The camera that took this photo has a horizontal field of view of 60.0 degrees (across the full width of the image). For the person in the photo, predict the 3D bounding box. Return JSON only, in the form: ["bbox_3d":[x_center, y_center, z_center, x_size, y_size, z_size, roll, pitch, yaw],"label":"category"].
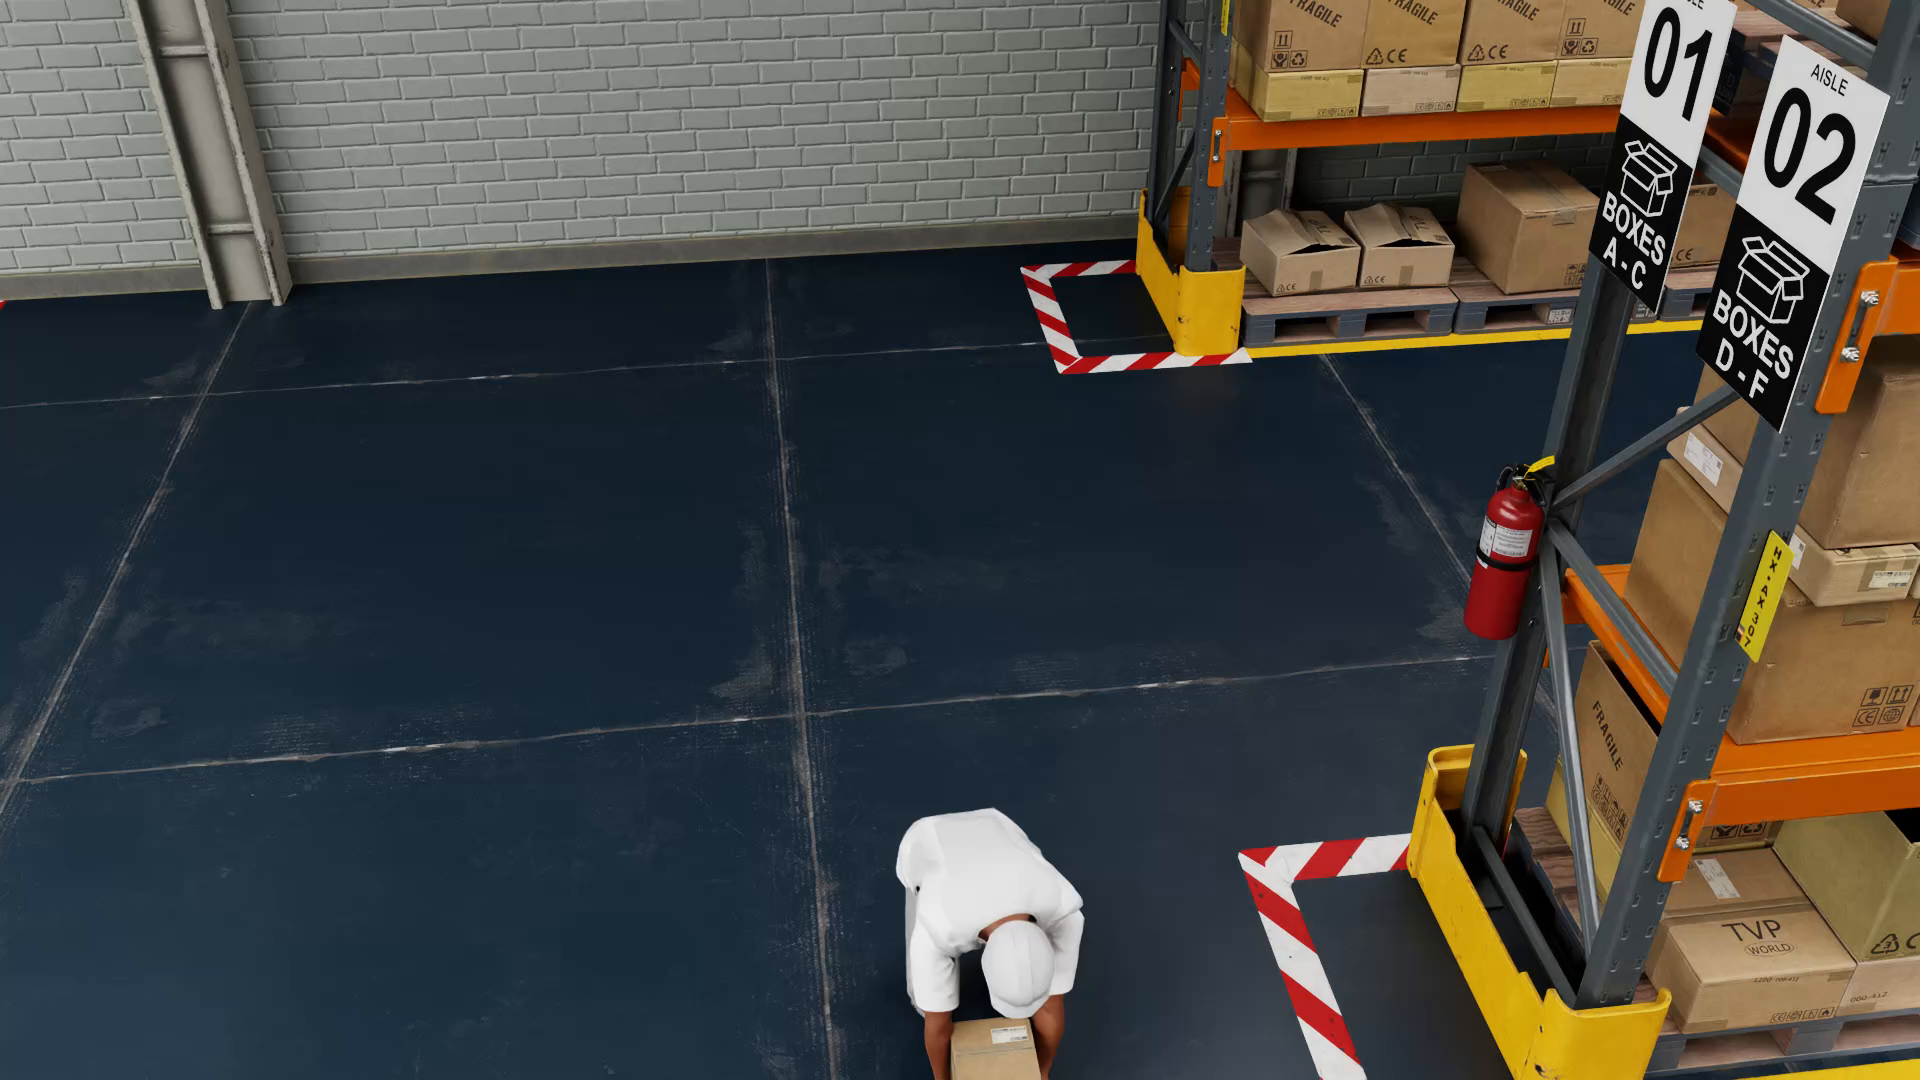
[{"bbox_3d":[0.092,1.275,5.197,0.540,0.887,0.934,-5,35,-7],"label":"person"}]
